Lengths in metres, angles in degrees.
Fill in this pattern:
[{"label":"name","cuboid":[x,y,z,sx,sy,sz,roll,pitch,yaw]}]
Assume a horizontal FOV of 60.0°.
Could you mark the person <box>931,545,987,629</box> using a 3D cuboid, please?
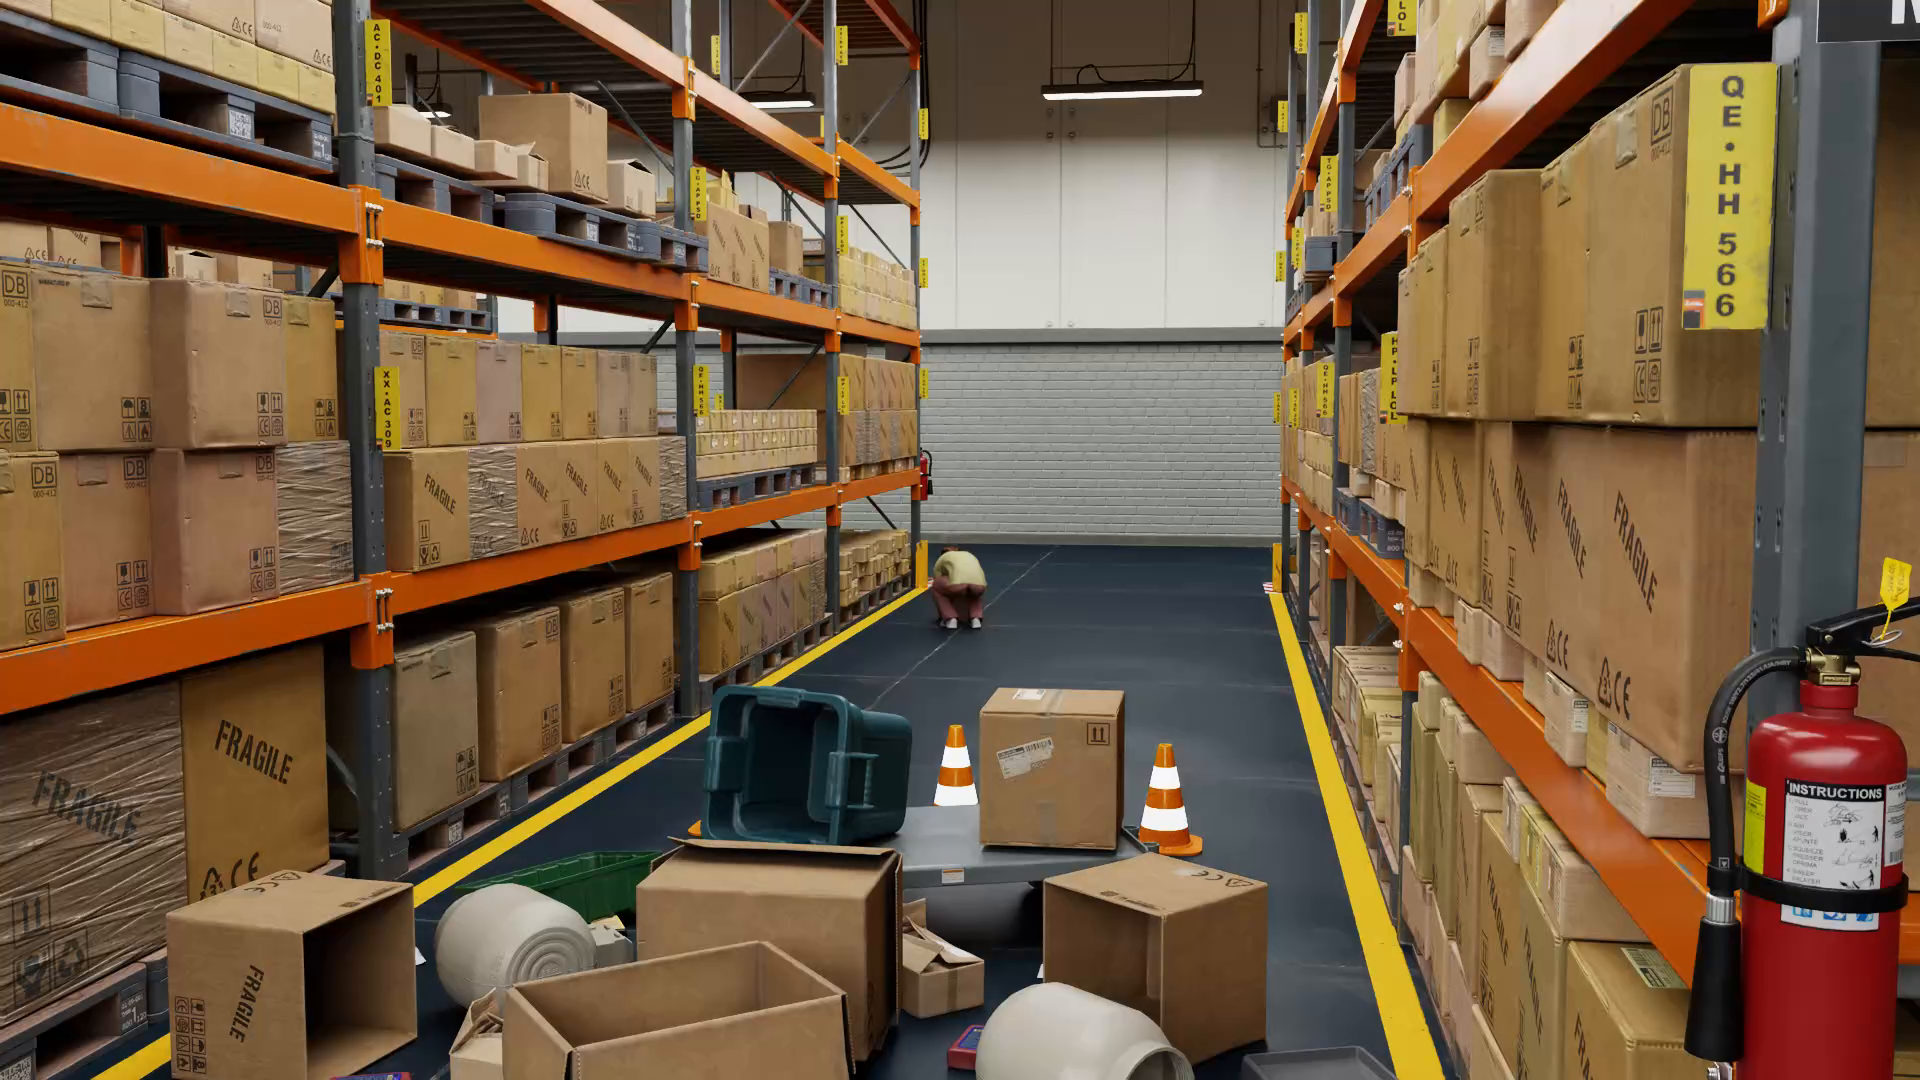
[{"label":"person","cuboid":[-0.020,0.438,15.146,0.467,0.779,0.864,-1,5,-11]}]
